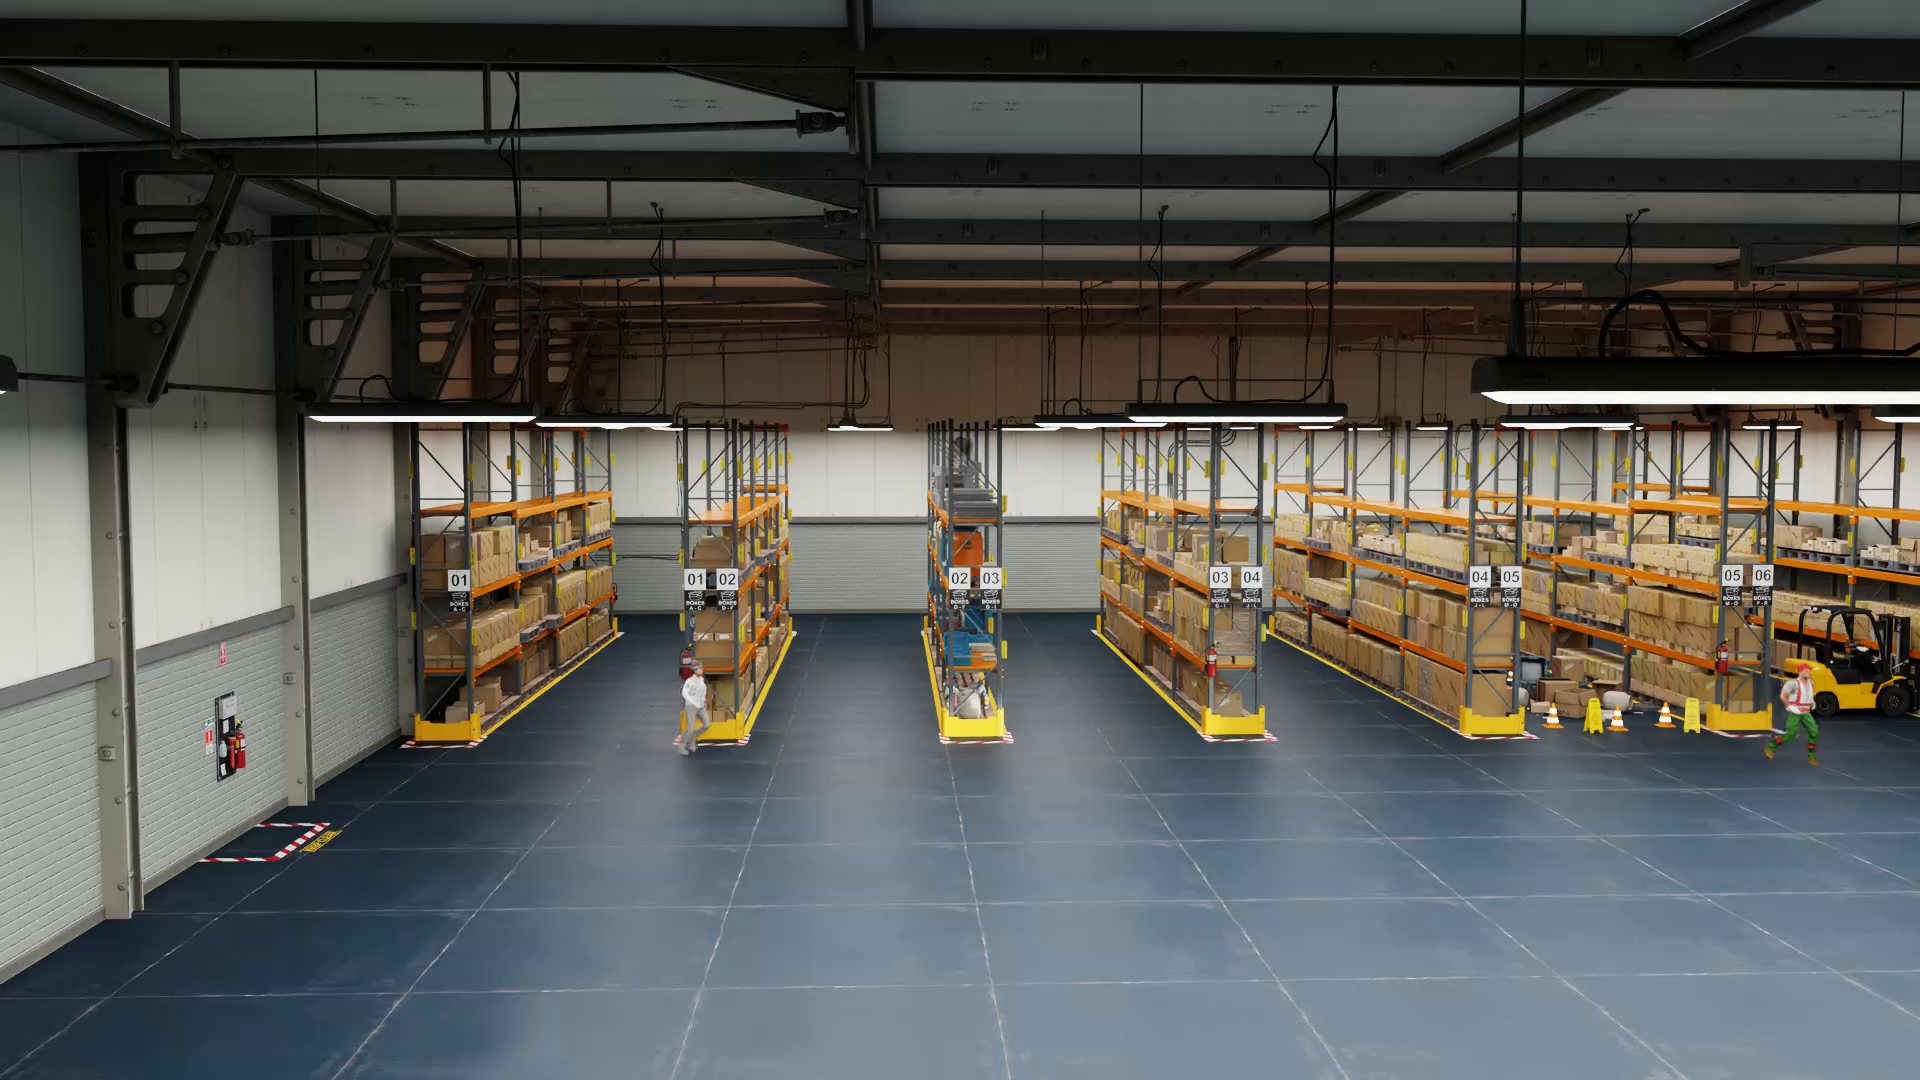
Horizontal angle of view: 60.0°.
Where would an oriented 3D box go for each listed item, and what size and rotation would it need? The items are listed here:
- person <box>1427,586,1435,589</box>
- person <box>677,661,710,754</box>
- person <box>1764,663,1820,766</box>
[{"bbox_3d":[12.135,2.084,42.936,0.692,1.795,0.889,-1,4,-10],"label":"person"},{"bbox_3d":[-4.715,2.991,29.824,0.562,1.639,0.673,2,4,34],"label":"person"},{"bbox_3d":[14.521,3.016,28.857,0.885,1.778,0.732,-2,4,-23],"label":"person"}]
